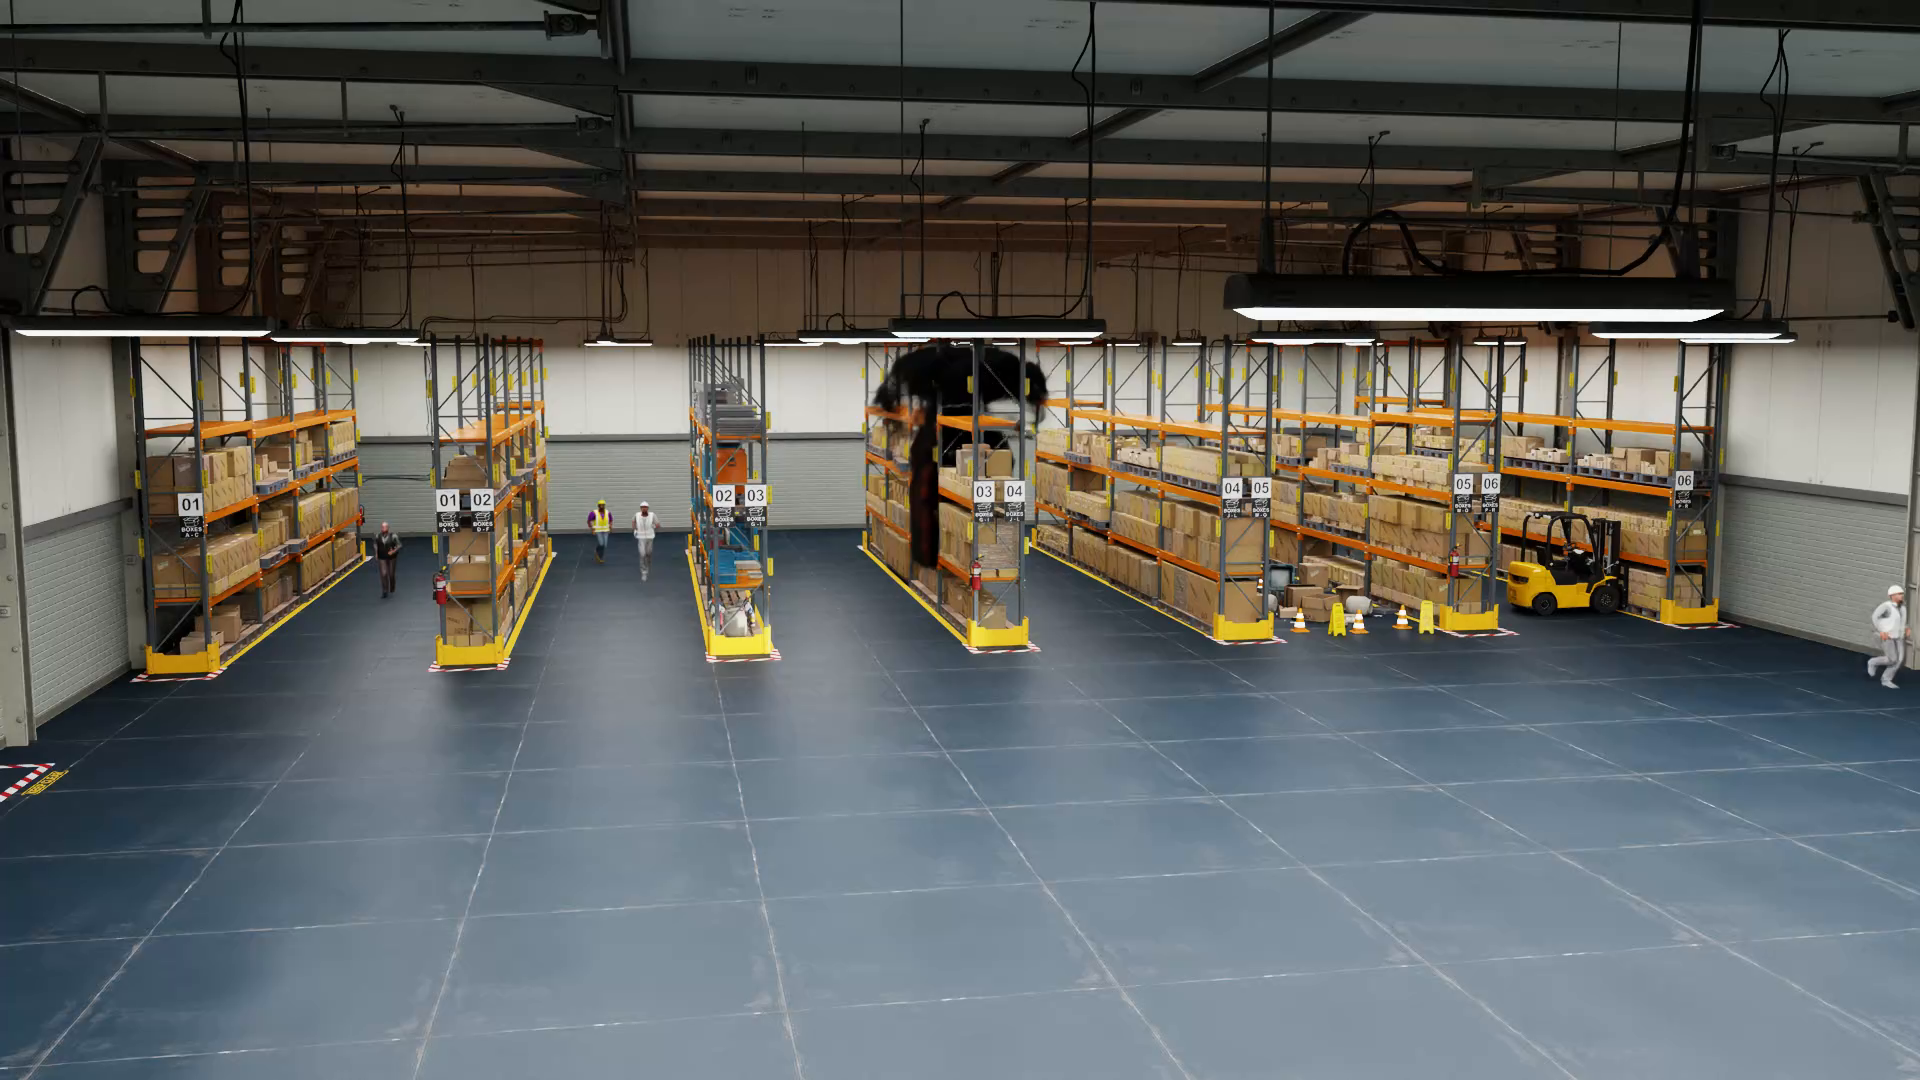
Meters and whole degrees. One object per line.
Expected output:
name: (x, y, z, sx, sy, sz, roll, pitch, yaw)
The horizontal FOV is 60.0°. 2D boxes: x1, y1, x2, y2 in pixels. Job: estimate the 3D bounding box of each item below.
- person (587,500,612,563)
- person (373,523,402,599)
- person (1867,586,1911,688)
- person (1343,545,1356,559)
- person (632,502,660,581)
person: (-9.579, -0.221, 44.485, 0.646, 1.706, 0.606, -4, 8, -34)
person: (-13.194, 0.452, 38.358, 0.655, 1.720, 0.892, -1, 7, -11)
person: (15.843, 1.629, 28.364, 0.677, 1.737, 0.581, -3, 7, -21)
person: (10.686, -0.286, 45.413, 0.574, 1.621, 0.563, -3, 7, -26)
person: (-7.482, 0.005, 39.728, 0.652, 1.861, 0.789, -2, 7, -15)
